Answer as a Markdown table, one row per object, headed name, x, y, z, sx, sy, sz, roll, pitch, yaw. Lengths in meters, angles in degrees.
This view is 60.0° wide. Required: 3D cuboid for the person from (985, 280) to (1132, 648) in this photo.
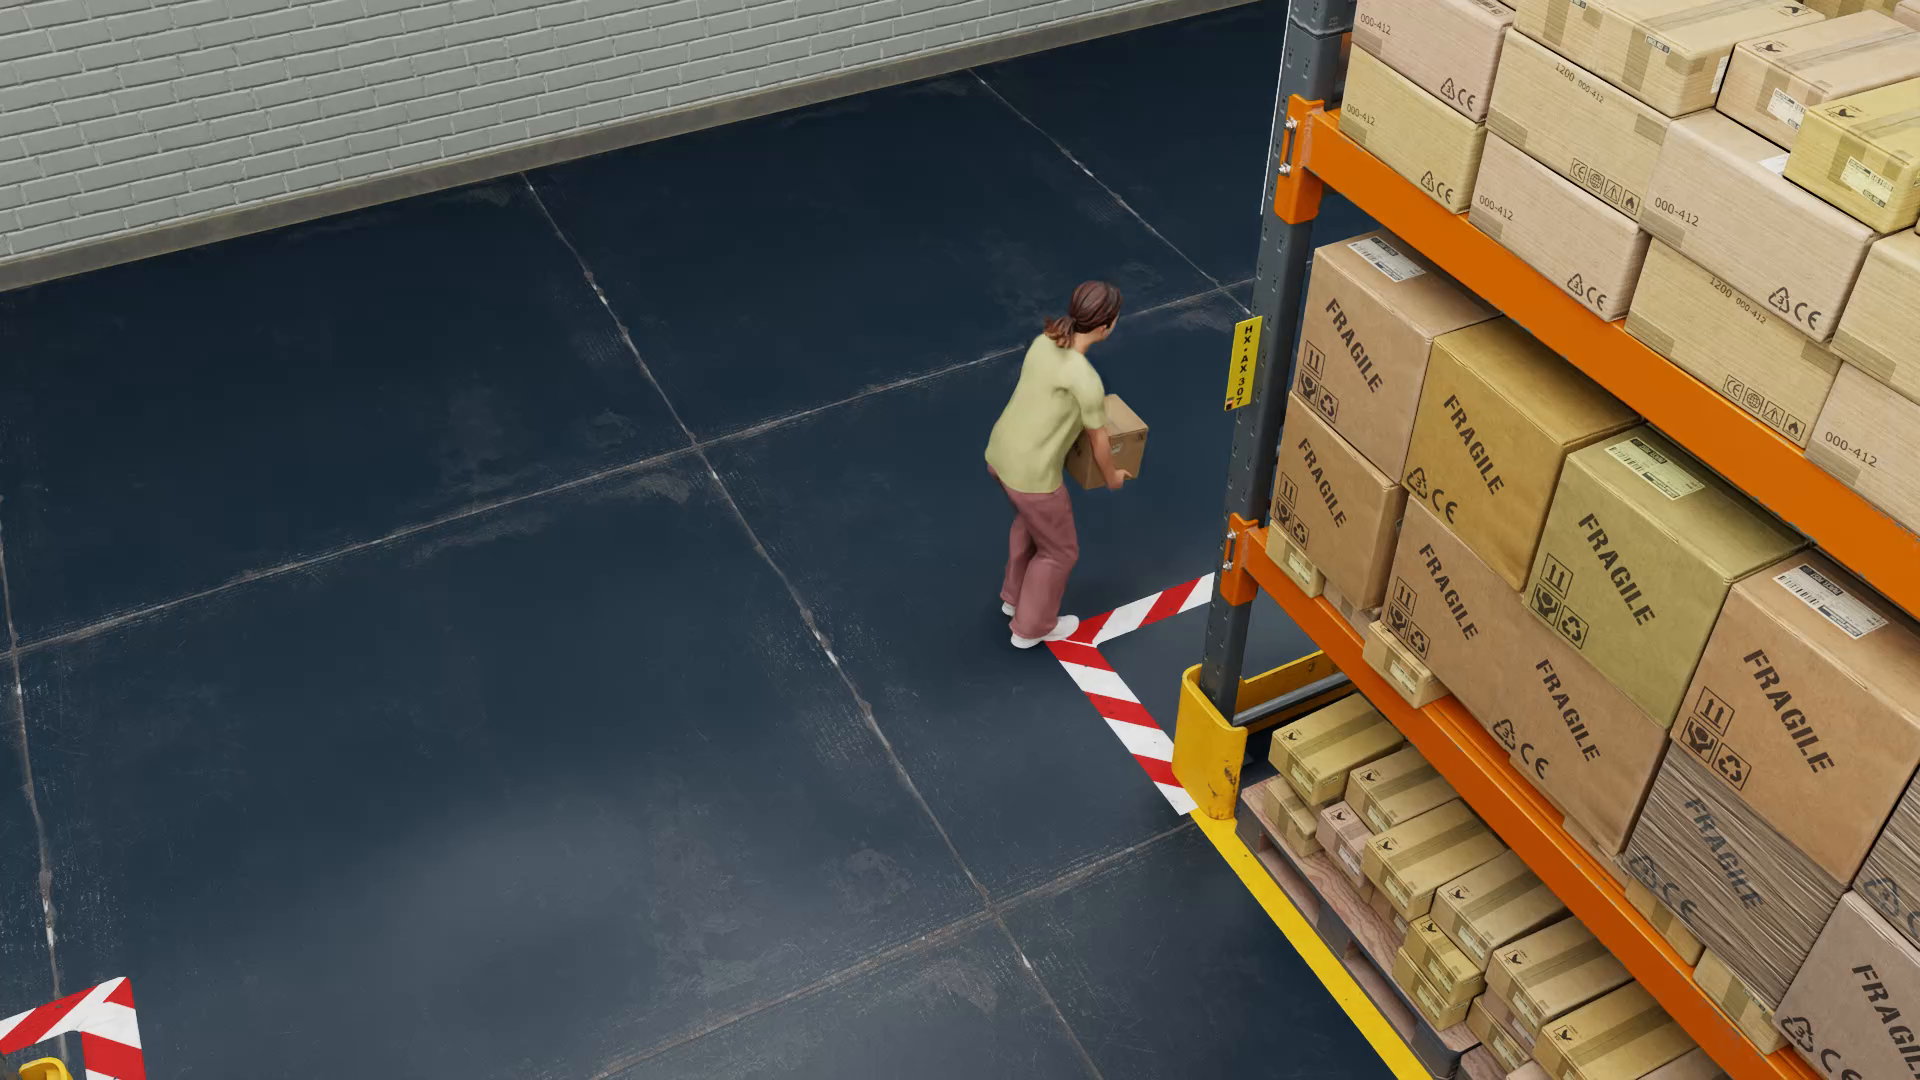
| name | x | y | z | sx | sy | sz | roll | pitch | yaw |
| --- | --- | --- | --- | --- | --- | --- | --- | --- | --- |
| person | 0.373 | -0.293 | 6.552 | 0.551 | 1.601 | 0.409 | -19 | 45 | -20 |
